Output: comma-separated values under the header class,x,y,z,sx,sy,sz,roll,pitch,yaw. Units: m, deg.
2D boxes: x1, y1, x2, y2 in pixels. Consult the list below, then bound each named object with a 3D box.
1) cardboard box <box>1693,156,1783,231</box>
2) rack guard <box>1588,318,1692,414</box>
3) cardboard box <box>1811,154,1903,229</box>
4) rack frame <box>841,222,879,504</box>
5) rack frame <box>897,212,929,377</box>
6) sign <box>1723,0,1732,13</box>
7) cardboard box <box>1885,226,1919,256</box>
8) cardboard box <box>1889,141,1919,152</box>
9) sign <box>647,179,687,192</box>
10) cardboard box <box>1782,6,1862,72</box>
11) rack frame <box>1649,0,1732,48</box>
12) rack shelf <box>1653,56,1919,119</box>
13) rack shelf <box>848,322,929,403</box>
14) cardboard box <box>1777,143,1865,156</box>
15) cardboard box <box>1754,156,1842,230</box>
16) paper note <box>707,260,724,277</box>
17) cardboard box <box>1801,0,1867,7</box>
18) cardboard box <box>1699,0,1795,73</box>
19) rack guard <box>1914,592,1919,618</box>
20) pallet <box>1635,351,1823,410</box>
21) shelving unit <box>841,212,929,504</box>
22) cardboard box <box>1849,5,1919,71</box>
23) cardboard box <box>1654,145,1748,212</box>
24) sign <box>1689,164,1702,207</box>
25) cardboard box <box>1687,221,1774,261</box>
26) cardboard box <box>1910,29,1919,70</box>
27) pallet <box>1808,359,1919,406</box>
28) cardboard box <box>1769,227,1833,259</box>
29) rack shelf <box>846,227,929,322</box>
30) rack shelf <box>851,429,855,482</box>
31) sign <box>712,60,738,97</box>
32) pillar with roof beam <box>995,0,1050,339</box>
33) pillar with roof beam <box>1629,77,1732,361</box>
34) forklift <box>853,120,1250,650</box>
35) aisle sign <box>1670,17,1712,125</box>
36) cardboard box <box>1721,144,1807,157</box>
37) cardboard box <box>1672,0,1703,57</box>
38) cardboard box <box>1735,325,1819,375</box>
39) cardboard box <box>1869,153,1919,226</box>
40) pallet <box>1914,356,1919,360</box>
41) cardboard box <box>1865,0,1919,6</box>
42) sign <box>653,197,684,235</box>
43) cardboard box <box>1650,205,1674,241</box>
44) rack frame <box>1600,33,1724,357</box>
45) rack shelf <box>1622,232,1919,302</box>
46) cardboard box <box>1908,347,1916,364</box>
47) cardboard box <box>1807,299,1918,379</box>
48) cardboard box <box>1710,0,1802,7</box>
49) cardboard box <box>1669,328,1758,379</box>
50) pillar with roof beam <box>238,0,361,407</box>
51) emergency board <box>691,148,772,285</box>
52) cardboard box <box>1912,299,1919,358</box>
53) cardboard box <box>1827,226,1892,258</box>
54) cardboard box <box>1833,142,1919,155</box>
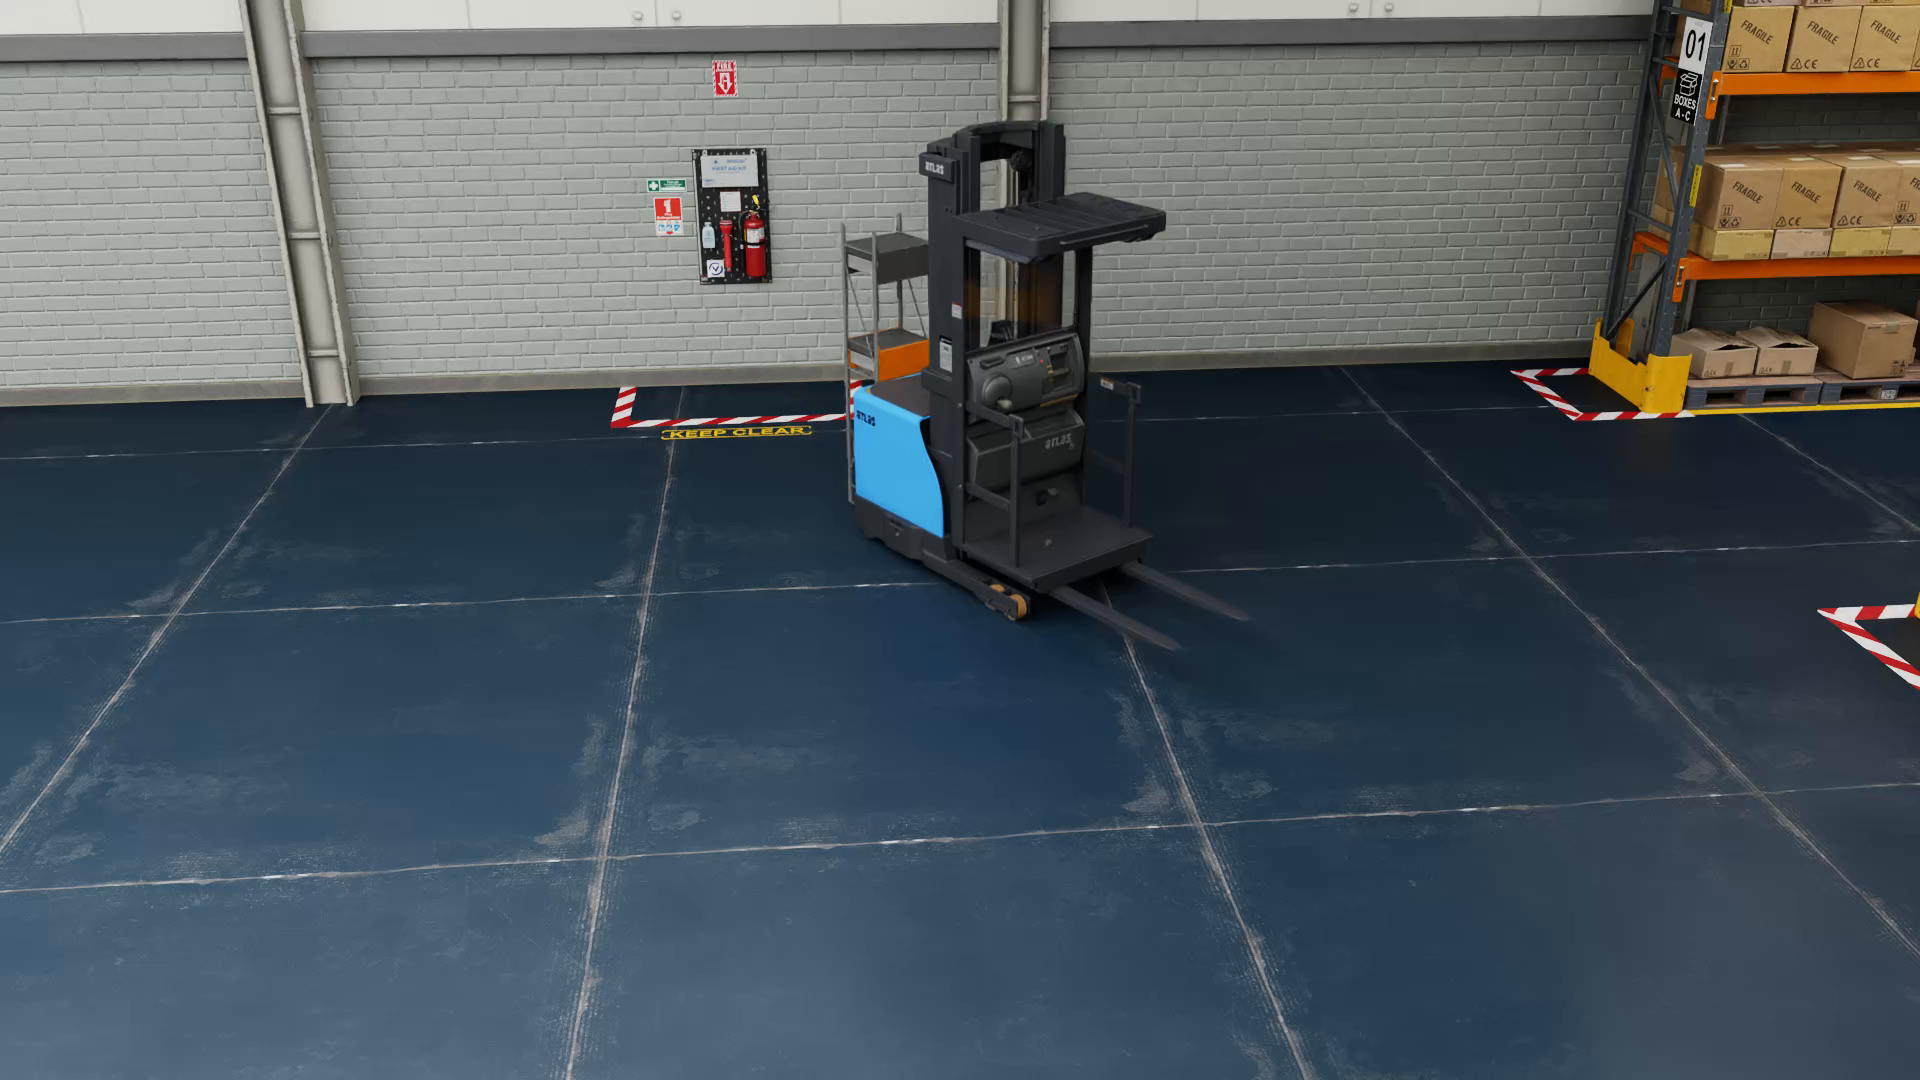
class,x,y,z,sx,sy,sz,roll,pitch,yaw
cardboard box,6.388,-2.866,13.743,0.500,0.500,0.500,-2,24,-5
rack guard,5.959,-1.546,14.613,0.348,0.500,1.175,-2,24,-5
cardboard box,7.395,-2.900,13.819,0.500,0.500,0.500,-3,24,-7
rack frame,-0.697,-1.182,11.824,0.015,2.100,0.400,-18,30,-35
rack frame,-0.317,-1.306,12.103,0.015,2.100,0.400,-18,30,-35
sign,5.937,-4.236,12.819,0.005,0.325,0.100,-2,24,-5
cardboard box,7.926,-2.581,14.024,0.500,0.250,0.500,-2,24,-5
cardboard box,8.364,-3.157,14.397,0.500,0.500,0.500,-2,24,-4
sign,-2.494,-3.015,14.144,0.331,0.109,0.001,-2,24,-5
cardboard box,6.779,-4.030,13.284,0.500,0.500,0.500,-1,24,-2
rack frame,5.883,-5.427,12.880,0.127,3.000,1.000,-2,24,-5
rack shelf,7.874,-3.807,13.815,4.000,0.370,1.077,-2,24,-5
rack shelf,-0.507,-1.232,11.969,0.480,0.518,0.431,-18,30,-35
cardboard box,7.347,-3.112,14.295,0.500,0.500,0.500,-3,24,-7
cardboard box,6.881,-2.882,13.778,0.500,0.500,0.500,-2,24,-5
paper note,-2.122,-2.359,14.448,0.142,0.148,0.016,-2,24,-5
cardboard box,6.795,-4.485,13.075,0.500,0.500,0.500,-3,24,-6
cardboard box,6.241,-4.023,13.268,0.500,0.500,0.500,-2,24,-4
rack guard,6.350,0.460,10.100,0.348,0.500,1.175,-2,24,-5
pallet,6.771,-1.432,14.713,1.213,0.211,1.003,-2,24,-5
shelving unit,-0.507,-1.244,11.964,0.503,2.100,0.431,-18,30,-35
cardboard box,7.295,-4.053,13.334,0.500,0.500,0.500,-1,24,-3
cardboard box,6.331,-3.074,14.209,0.500,0.500,0.500,-3,24,-6
sign,5.937,-2.862,13.430,0.005,0.325,0.100,-2,24,-5
cardboard box,6.400,-2.517,13.880,0.500,0.250,0.500,-3,24,-7
cardboard box,7.826,-4.083,13.402,0.500,0.500,0.500,-1,24,-2
pallet,7.982,-1.480,14.820,1.213,0.211,1.003,-2,24,-5
cardboard box,6.915,-2.544,13.940,0.500,0.250,0.500,-3,24,-7
rack shelf,-0.507,-1.871,11.685,0.480,0.518,0.431,-18,30,-35
rack shelf,-0.507,-0.592,12.253,0.480,0.518,0.431,-18,30,-35
sign,-1.957,-3.840,13.841,0.199,0.298,0.001,-2,24,-5
pillar with roof beam,0.947,-3.825,9.276,0.400,9.000,9.100,-2,24,-5
pillar with roof beam,6.918,-4.064,9.815,0.400,9.000,9.100,-2,24,-5
forklift,0.563,-1.055,10.516,1.130,2.935,3.031,-18,30,-35
aisle sign,5.841,-3.749,13.292,0.004,0.787,0.394,-2,24,-5
cardboard box,6.833,-3.090,14.245,0.500,0.500,0.500,-2,24,-4
cardboard box,6.274,-4.230,13.733,0.500,0.500,0.500,-1,24,-1
cardboard box,7.148,-1.672,14.587,0.500,0.311,0.500,0,24,-1
cardboard box,7.908,-2.926,13.876,0.500,0.500,0.500,-2,24,-3
pallet,9.199,-1.530,14.932,1.213,0.211,1.003,-2,24,-5
cardboard box,7.304,-4.510,13.131,0.500,0.500,0.500,-2,24,-4
sign,-2.500,-2.776,14.259,0.234,0.329,0.001,-2,24,-5
cardboard box,6.329,-2.723,14.344,0.500,0.250,0.500,-2,24,-4
rack frame,5.883,-2.686,14.099,0.127,3.000,1.000,-2,24,-5
rack shelf,7.874,-2.437,14.425,4.000,0.370,1.077,-2,24,-5
cardboard box,8.270,-1.688,14.822,0.250,0.149,0.380,-4,24,-9
cardboard box,7.883,-1.767,14.569,0.500,0.500,0.700,-4,24,-8
cardboard box,6.290,-4.485,13.076,0.500,0.500,0.500,-4,24,-9
cardboard box,6.581,-1.649,14.536,0.500,0.311,0.500,-5,24,-11
pillar with roof beam,-5.024,-3.585,8.737,0.400,9.000,9.100,-2,24,-5
emergency board,-1.939,-2.740,14.222,0.643,1.169,0.194,-2,24,-5
cardboard box,8.835,-1.846,14.747,0.500,0.500,0.500,-4,24,-9
cardboard box,7.423,-2.562,13.980,0.500,0.250,0.500,-3,24,-6
cardboard box,7.849,-3.132,14.341,0.500,0.500,0.500,-2,24,-4
